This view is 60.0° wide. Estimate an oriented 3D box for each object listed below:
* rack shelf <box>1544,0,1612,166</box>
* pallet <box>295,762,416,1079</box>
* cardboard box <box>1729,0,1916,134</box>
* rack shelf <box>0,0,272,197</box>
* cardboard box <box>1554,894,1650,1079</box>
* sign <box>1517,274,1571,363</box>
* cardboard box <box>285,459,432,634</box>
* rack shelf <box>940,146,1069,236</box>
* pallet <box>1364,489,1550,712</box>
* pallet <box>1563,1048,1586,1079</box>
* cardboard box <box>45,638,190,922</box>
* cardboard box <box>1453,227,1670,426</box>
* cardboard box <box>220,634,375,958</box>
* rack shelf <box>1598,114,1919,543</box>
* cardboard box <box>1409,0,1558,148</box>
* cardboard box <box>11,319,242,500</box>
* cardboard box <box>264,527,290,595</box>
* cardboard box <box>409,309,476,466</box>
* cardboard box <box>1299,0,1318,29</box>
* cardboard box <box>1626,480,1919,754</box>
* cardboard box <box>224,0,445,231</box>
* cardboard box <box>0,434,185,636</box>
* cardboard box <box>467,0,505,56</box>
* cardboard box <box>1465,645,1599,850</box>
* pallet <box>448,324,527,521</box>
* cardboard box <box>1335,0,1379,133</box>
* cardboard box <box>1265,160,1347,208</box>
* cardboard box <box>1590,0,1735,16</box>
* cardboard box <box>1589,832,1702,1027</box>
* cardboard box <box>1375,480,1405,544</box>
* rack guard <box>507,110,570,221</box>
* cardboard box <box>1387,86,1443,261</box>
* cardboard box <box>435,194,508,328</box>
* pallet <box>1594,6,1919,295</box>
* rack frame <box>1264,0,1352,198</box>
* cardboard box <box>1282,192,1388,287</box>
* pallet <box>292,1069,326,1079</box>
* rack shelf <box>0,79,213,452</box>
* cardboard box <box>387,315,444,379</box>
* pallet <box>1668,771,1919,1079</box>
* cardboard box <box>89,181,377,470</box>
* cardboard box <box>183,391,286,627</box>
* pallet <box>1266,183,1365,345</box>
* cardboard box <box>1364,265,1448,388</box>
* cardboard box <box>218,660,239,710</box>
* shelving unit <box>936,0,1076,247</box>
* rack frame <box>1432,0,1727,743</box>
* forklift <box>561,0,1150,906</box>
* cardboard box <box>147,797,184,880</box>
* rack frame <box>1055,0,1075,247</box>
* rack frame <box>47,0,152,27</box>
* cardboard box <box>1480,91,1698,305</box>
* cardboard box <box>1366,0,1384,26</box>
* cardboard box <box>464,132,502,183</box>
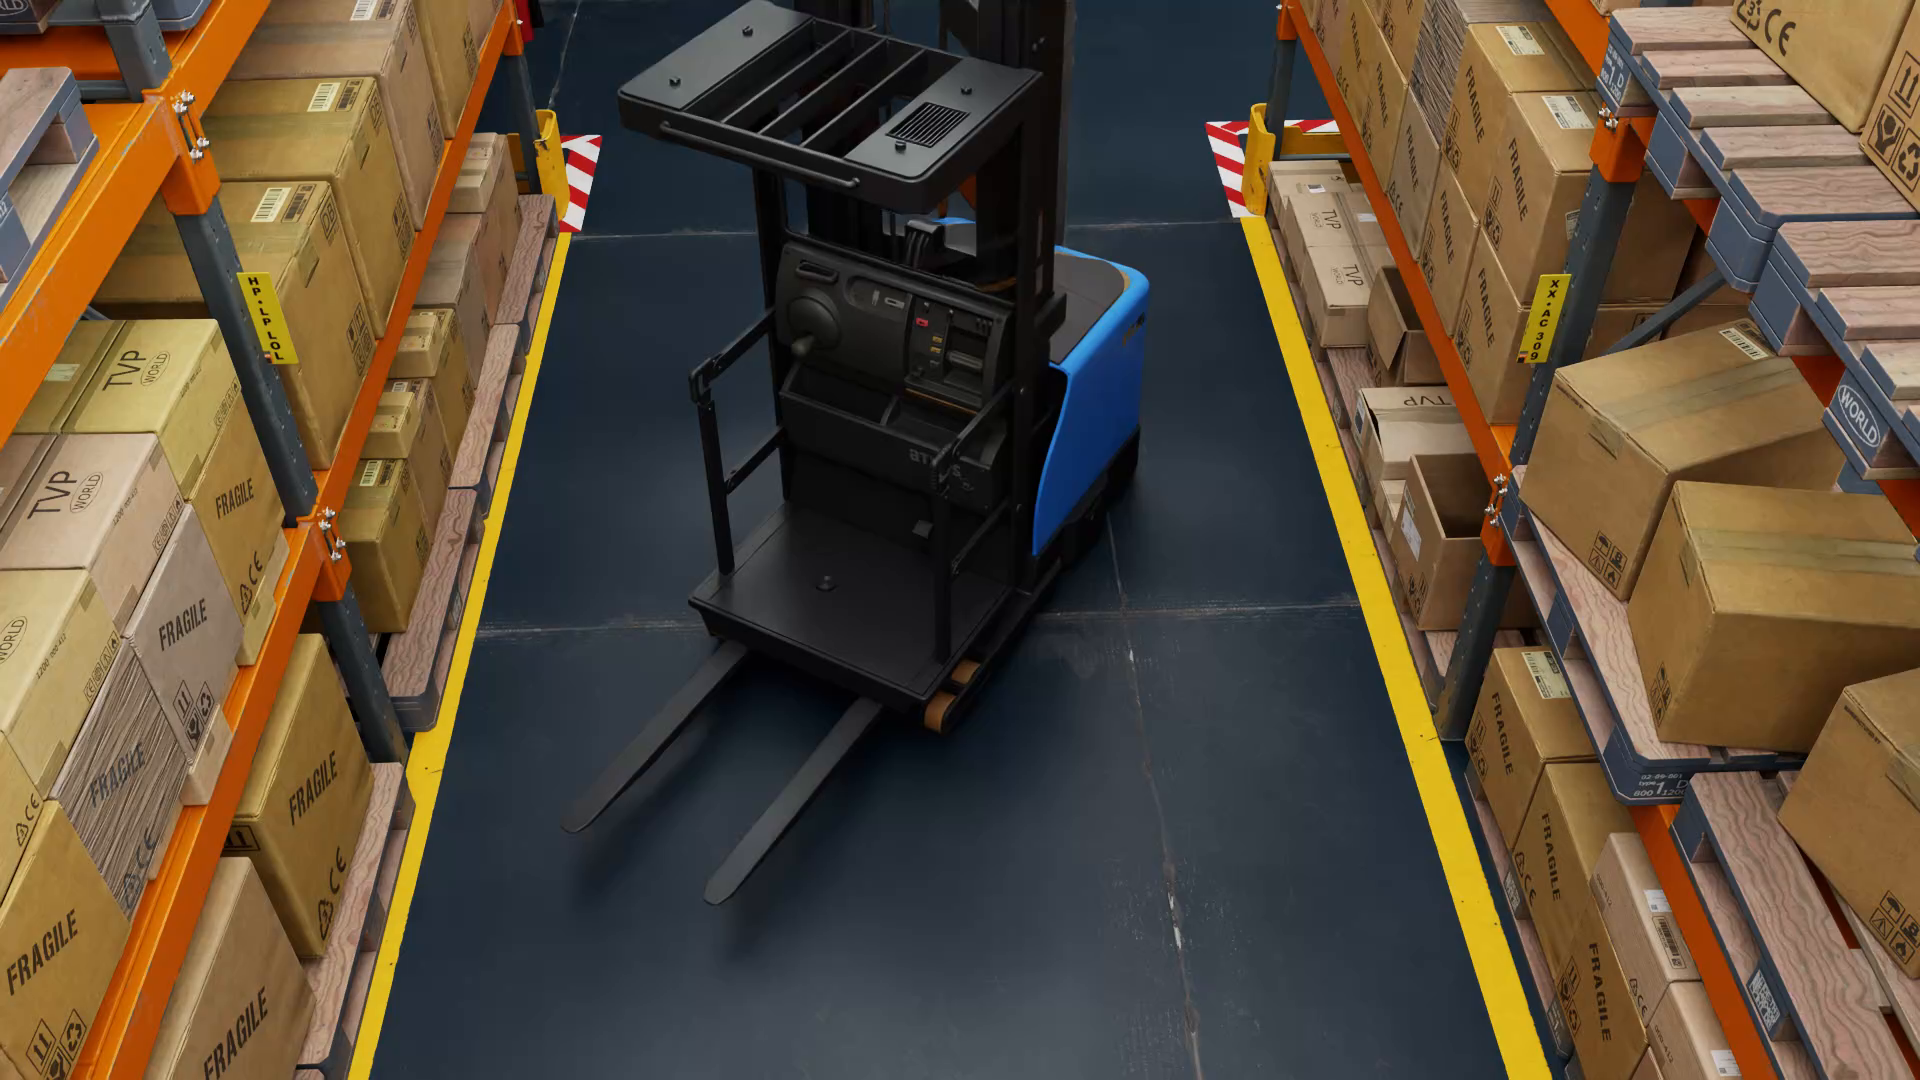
[{"bbox_3d":[2.261,-2.573,6.149,1.077,0.370,4.000,-2,43,-2],"label":"rack shelf"},{"bbox_3d":[-2.495,1.309,5.665,1.003,0.211,1.213,-2,43,-2],"label":"pallet"},{"bbox_3d":[2.293,-1.374,3.851,0.600,0.600,0.600,-5,43,-6],"label":"cardboard box"},{"bbox_3d":[-2.688,-2.428,5.992,1.077,0.370,4.000,-2,43,-2],"label":"rack shelf"},{"bbox_3d":[2.170,1.408,5.018,0.500,0.500,0.500,-1,43,-1],"label":"cardboard box"},{"bbox_3d":[1.804,-0.680,5.132,0.100,0.325,0.005,-2,43,-2],"label":"sign"},{"bbox_3d":[-2.533,0.022,6.546,0.700,0.500,0.500,-1,43,-1],"label":"cardboard box"},{"bbox_3d":[0.187,-1.608,7.470,0.431,0.518,0.480,-15,45,-16],"label":"rack shelf"},{"bbox_3d":[2.317,0.182,6.895,1.003,0.211,1.213,-2,43,-2],"label":"pallet"},{"bbox_3d":[2.473,2.020,4.891,1.003,0.211,1.213,-2,43,-2],"label":"pallet"},{"bbox_3d":[-2.288,0.597,4.070,0.500,0.500,0.500,-2,43,-2],"label":"cardboard box"},{"bbox_3d":[2.068,-0.749,5.773,0.500,0.500,0.500,-1,43,-1],"label":"cardboard box"},{"bbox_3d":[-2.446,0.835,5.399,0.750,0.750,0.750,-1,43,-1],"label":"cardboard box"},{"bbox_3d":[2.430,0.128,3.203,1.077,0.370,4.000,-2,43,-2],"label":"rack shelf"},{"bbox_3d":[2.020,-1.807,6.188,0.500,0.500,0.500,-1,43,-1],"label":"cardboard box"},{"bbox_3d":[-2.328,-0.360,4.559,0.500,0.250,0.500,-1,43,-1],"label":"cardboard box"},{"bbox_3d":[-2.306,0.068,5.127,0.380,0.149,0.250,-1,43,-1],"label":"cardboard box"},{"bbox_3d":[-2.570,-0.664,7.294,0.700,0.500,0.500,-1,43,-1],"label":"cardboard box"},{"bbox_3d":[1.931,-2.812,8.024,0.500,0.500,0.500,-1,43,-1],"label":"cardboard box"},{"bbox_3d":[2.235,0.215,4.411,0.700,0.500,0.500,5,43,5],"label":"cardboard box"},{"bbox_3d":[-2.677,-1.699,6.661,0.980,0.700,0.700,-4,43,-4],"label":"cardboard box"},{"bbox_3d":[-2.316,-0.014,4.182,0.500,0.250,0.500,-1,43,-1],"label":"cardboard box"},{"bbox_3d":[-2.742,-2.704,7.758,0.980,0.700,0.700,0,43,0],"label":"cardboard box"},{"bbox_3d":[2.123,0.711,5.779,0.500,0.500,0.500,-3,43,-4],"label":"cardboard box"},{"bbox_3d":[-2.612,-0.551,7.695,1.003,0.211,1.213,-2,43,-2],"label":"pallet"},{"bbox_3d":[1.977,-2.125,7.274,0.500,0.500,0.500,-2,43,-2],"label":"cardboard box"},{"bbox_3d":[1.850,-1.901,8.888,0.380,0.149,0.250,-2,43,-2],"label":"cardboard box"},{"bbox_3d":[2.059,-1.753,4.834,0.500,0.250,0.500,-2,43,-2],"label":"cardboard box"},{"bbox_3d":[2.165,1.109,4.789,0.500,0.250,0.500,-2,43,-2],"label":"cardboard box"},{"bbox_3d":[1.962,-0.121,6.947,0.380,0.149,0.250,-2,43,-2],"label":"cardboard box"},{"bbox_3d":[-2.774,-2.032,9.097,1.175,0.500,0.348,-2,43,-2],"label":"rack guard"},{"bbox_3d":[2.021,-1.444,6.531,0.500,0.500,0.500,-1,43,-1],"label":"cardboard box"},{"bbox_3d":[-2.622,-1.364,8.057,0.700,0.500,0.500,-2,43,-2],"label":"cardboard box"},{"bbox_3d":[2.303,-0.976,4.014,1.213,0.211,1.003,-2,43,-2],"label":"pallet"},{"bbox_3d":[2.176,-3.082,8.393,1.000,3.000,0.127,-2,43,-2],"label":"rack frame"},{"bbox_3d":[1.937,-1.518,8.396,0.500,0.250,0.500,-2,43,-2],"label":"cardboard box"},{"bbox_3d":[-2.441,2.135,4.765,1.003,0.211,1.213,-2,43,-2],"label":"pallet"},{"bbox_3d":[-2.519,0.272,3.046,1.077,0.370,4.000,-2,43,-2],"label":"rack shelf"},{"bbox_3d":[-2.387,-0.806,6.969,0.380,0.149,0.250,-3,43,-3],"label":"cardboard box"},{"bbox_3d":[2.428,1.076,3.998,1.003,0.211,1.213,-2,43,-2],"label":"pallet"},{"bbox_3d":[-2.610,-0.715,5.588,0.980,0.700,0.700,-1,43,-1],"label":"cardboard box"},{"bbox_3d":[-2.332,-0.087,4.816,0.500,0.500,0.500,-2,43,-2],"label":"cardboard box"},{"bbox_3d":[2.214,-1.465,8.692,1.003,0.211,1.213,-2,43,-2],"label":"pallet"},{"bbox_3d":[2.261,-0.892,7.525,0.797,0.503,0.637,-2,43,-2],"label":"cardboard box"},{"bbox_3d":[-2.306,0.414,4.750,0.380,0.149,0.250,0,43,0],"label":"cardboard box"},{"bbox_3d":[0.187,-1.618,7.461,0.431,2.100,0.503,-15,45,-16],"label":"shelving unit"},{"bbox_3d":[2.346,-0.382,5.447,1.000,3.000,0.127,-2,43,-2],"label":"rack frame"},{"bbox_3d":[-0.363,-0.689,5.832,1.130,2.935,3.031,21,46,21],"label":"forklift"},{"bbox_3d":[-2.292,0.757,4.375,0.380,0.149,0.250,-2,43,-2],"label":"cardboard box"},{"bbox_3d":[0.279,-1.465,7.294,0.400,2.100,0.015,-15,45,-16],"label":"rack frame"},{"bbox_3d":[-2.604,-2.449,3.262,1.000,3.000,0.127,-2,43,-2],"label":"rack frame"},{"bbox_3d":[2.065,-1.121,5.440,0.500,0.500,0.500,-1,43,-2],"label":"cardboard box"},{"bbox_3d":[1.977,-2.490,6.933,0.500,0.500,0.500,-1,43,-1],"label":"cardboard box"},{"bbox_3d":[-2.456,-1.859,8.117,0.380,0.149,0.250,-2,43,-2],"label":"cardboard box"}]
